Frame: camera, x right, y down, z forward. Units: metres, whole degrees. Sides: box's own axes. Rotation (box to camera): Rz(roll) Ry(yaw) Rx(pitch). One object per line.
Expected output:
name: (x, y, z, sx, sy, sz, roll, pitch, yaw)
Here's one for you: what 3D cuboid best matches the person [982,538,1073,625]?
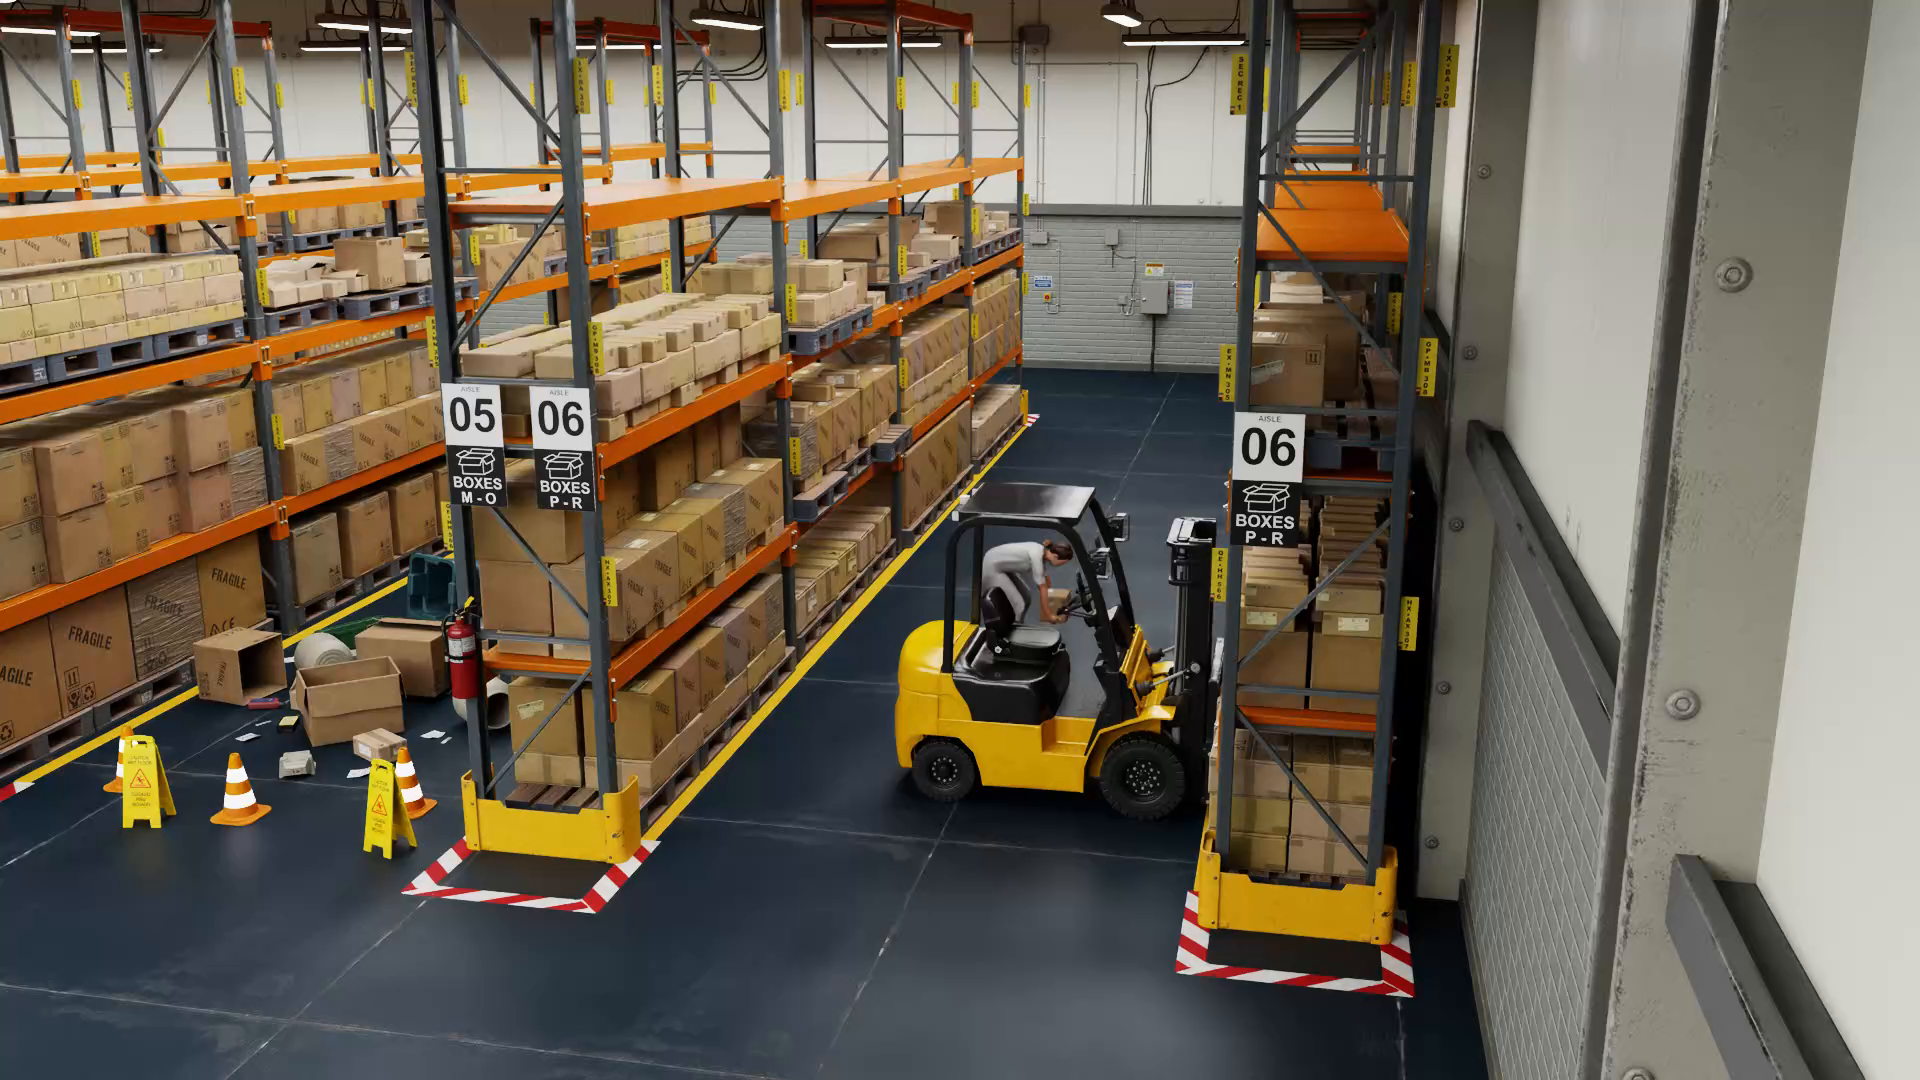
person: (0.607, 0.497, 15.307, 0.864, 1.074, 0.449, 2, 15, 8)
